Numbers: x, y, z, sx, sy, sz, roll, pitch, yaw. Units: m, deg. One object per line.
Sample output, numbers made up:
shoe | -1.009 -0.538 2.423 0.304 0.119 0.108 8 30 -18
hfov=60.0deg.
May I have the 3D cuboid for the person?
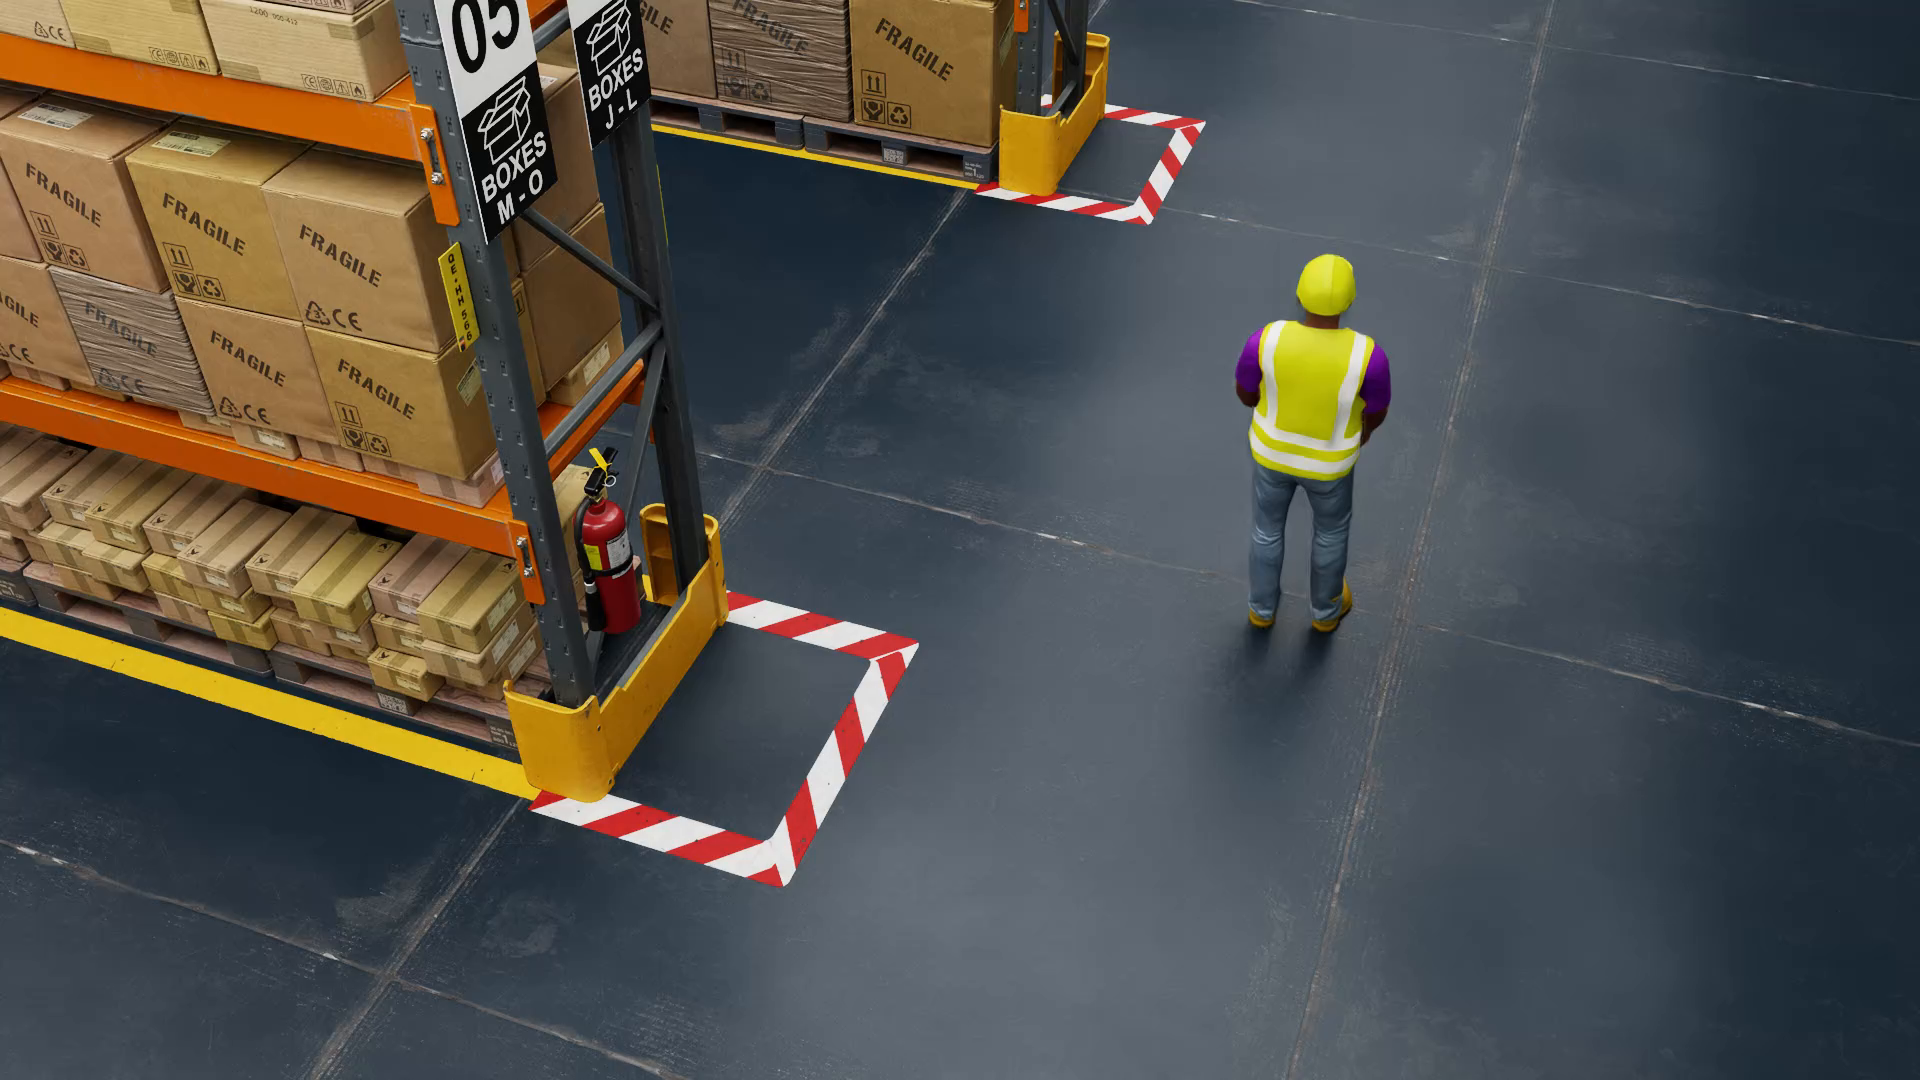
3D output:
person | 1.370 -0.386 6.584 0.607 1.762 0.466 13 43 14
